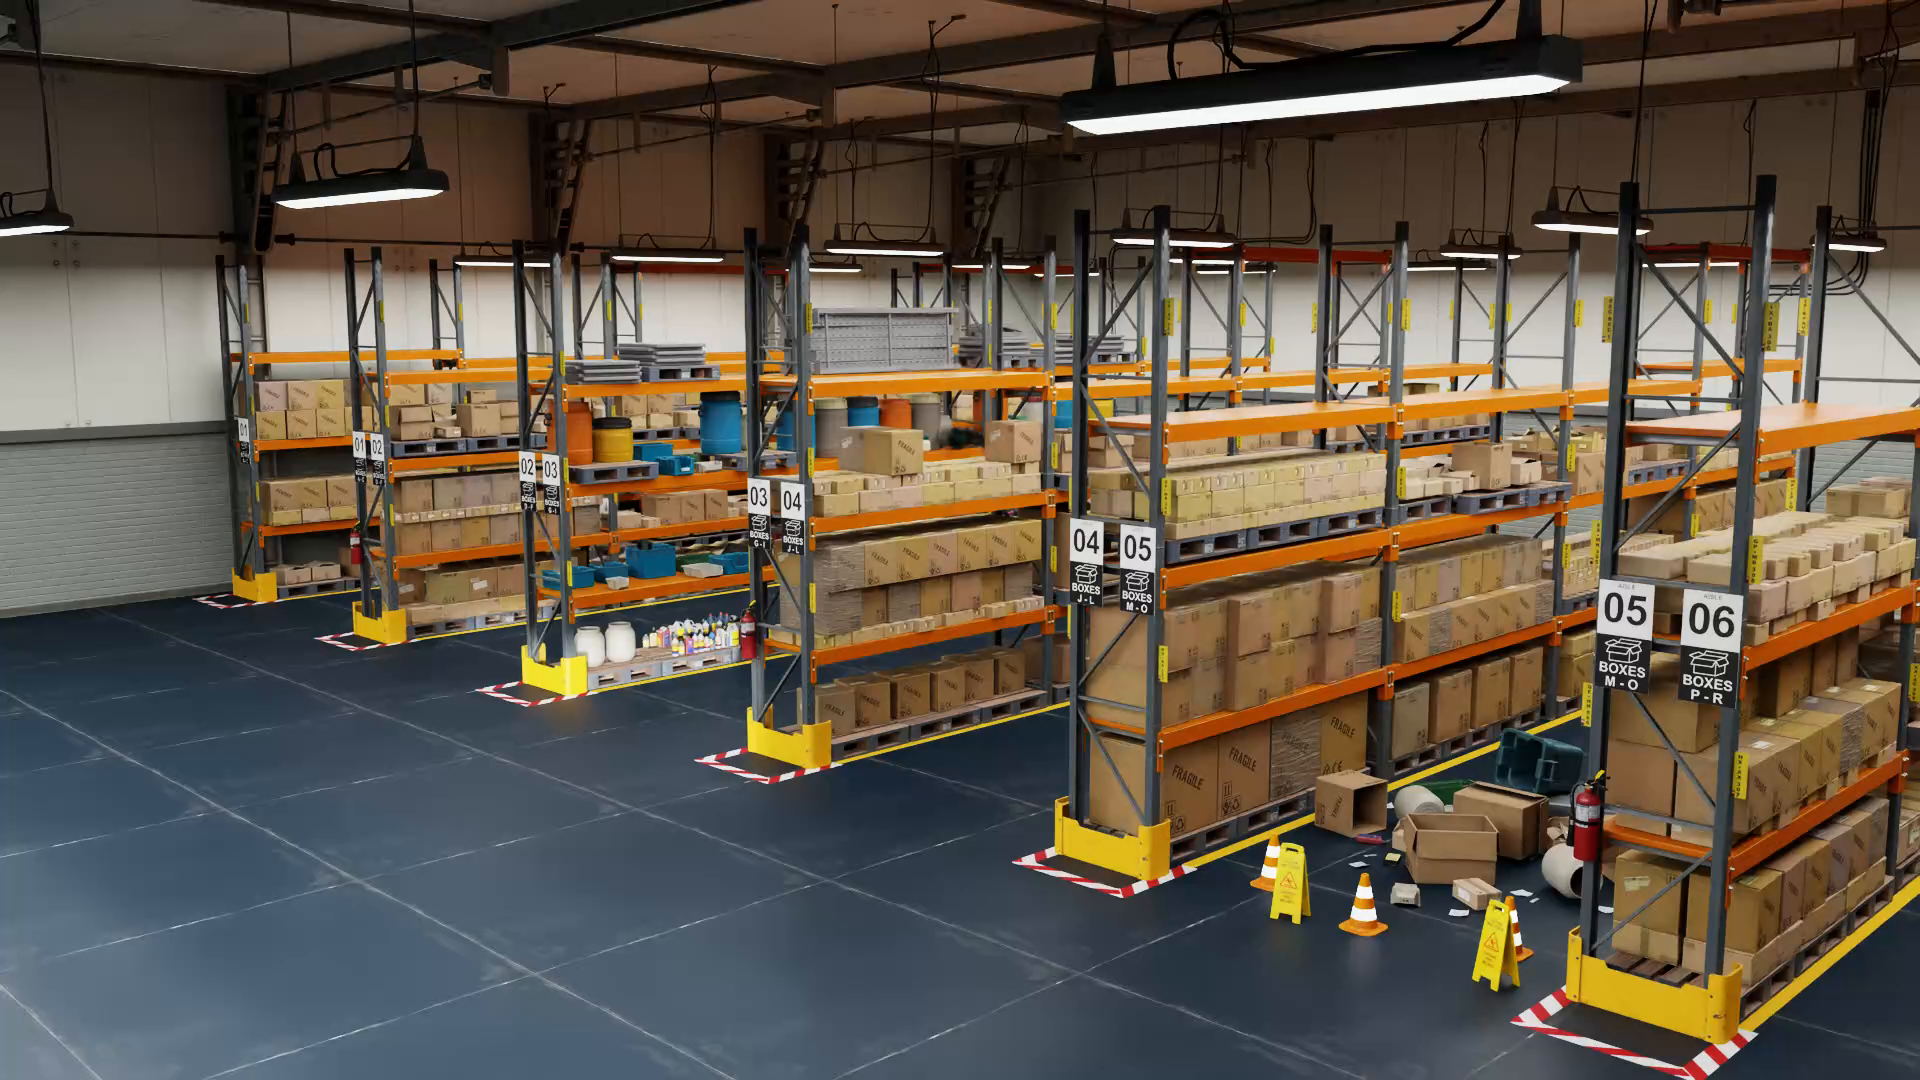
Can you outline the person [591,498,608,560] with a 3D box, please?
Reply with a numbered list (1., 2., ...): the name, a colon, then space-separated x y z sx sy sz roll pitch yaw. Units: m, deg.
1. person: -6.923 -0.197 32.109 0.710 1.697 0.801 -1 8 -4
